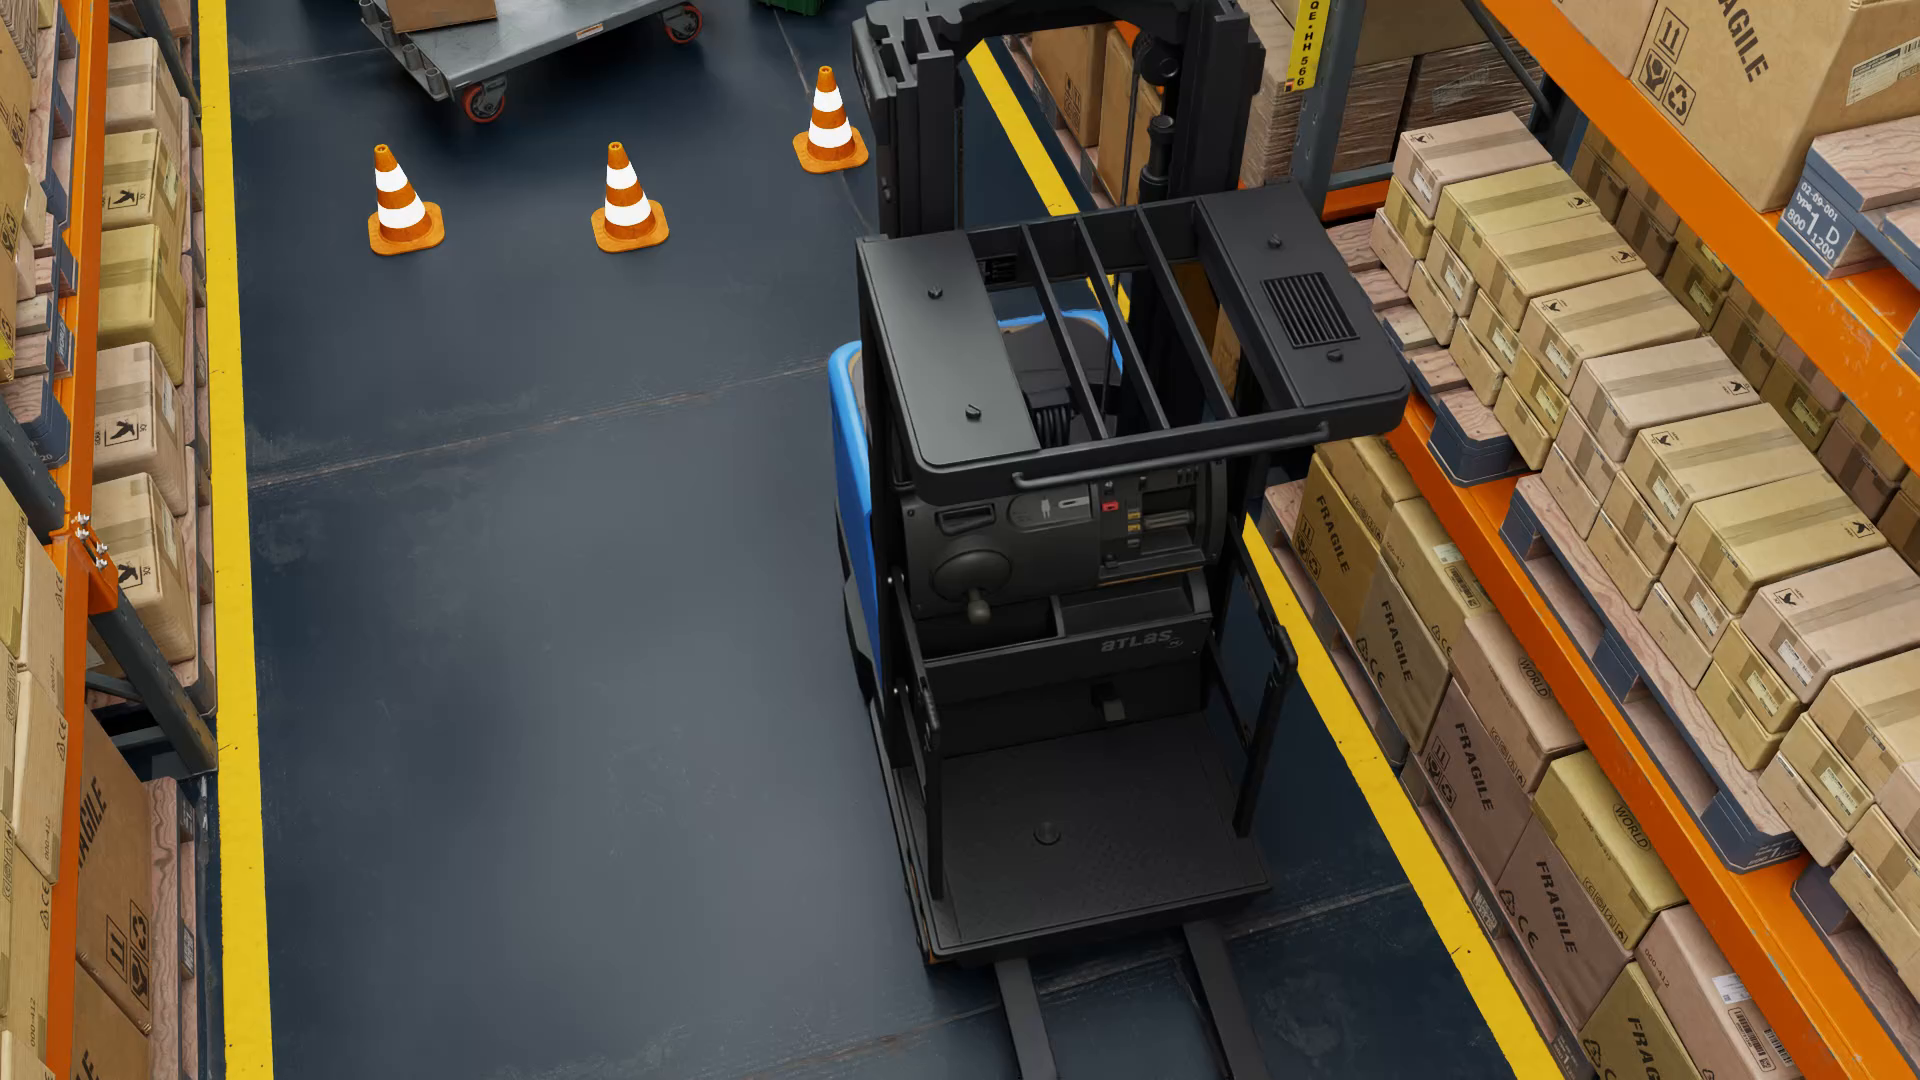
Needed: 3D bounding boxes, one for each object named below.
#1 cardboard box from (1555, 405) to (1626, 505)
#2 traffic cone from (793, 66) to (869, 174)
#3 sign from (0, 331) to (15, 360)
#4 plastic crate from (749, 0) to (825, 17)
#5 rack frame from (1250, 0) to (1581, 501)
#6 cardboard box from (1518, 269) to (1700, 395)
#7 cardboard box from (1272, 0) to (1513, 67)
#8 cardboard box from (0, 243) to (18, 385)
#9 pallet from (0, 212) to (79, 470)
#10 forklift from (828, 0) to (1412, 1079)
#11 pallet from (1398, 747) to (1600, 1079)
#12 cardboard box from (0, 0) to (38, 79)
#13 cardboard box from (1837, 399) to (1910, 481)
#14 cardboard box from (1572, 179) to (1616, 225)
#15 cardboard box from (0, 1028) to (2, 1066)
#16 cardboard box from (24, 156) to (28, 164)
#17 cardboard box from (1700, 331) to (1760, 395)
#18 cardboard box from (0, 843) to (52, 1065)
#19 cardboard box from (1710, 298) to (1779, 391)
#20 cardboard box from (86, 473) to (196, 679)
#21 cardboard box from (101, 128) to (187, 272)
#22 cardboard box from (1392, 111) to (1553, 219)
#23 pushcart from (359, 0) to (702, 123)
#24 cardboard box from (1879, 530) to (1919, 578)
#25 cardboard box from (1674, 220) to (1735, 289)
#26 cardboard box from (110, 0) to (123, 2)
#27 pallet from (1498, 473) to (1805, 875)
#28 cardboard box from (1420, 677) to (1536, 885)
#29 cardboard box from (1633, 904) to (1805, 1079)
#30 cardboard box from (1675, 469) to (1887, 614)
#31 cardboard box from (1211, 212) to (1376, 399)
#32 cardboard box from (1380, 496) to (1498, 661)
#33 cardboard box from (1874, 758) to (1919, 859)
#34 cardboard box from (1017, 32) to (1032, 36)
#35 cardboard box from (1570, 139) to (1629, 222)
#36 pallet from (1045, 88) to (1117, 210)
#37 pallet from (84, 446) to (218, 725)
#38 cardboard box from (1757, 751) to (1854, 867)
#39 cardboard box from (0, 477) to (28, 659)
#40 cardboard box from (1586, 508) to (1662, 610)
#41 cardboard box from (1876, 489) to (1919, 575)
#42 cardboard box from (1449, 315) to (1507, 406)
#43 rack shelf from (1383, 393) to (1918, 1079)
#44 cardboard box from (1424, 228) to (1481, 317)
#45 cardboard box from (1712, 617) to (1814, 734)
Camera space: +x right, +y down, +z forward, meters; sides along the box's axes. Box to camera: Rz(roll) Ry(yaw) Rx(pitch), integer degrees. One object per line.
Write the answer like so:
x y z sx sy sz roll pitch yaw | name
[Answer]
1.858 -0.270 4.500 0.380 0.149 0.250 -13 51 -11 | cardboard box
-0.634 -2.059 7.973 0.336 0.463 0.334 -13 51 -11 | traffic cone
-2.574 -0.584 4.313 0.100 0.325 0.005 -13 51 -11 | sign
-0.891 -3.141 9.027 0.450 0.188 0.662 16 51 0 | plastic crate
1.595 -1.276 5.654 1.000 3.000 0.127 -13 51 -11 | rack frame
1.775 -0.572 4.560 0.380 0.149 0.250 -15 52 -12 | cardboard box
1.472 -1.961 5.511 0.700 0.500 0.500 -14 51 -11 | cardboard box
-3.016 -0.728 4.657 0.500 0.500 0.500 -15 51 -12 | cardboard box
-3.416 -0.518 5.140 1.213 0.211 1.003 -13 51 -11 | pallet
0.349 0.096 4.541 1.130 2.935 3.031 -10 51 -8 | forklift
2.182 1.083 5.489 1.003 0.211 1.213 -13 51 -11 | pallet
-3.480 -1.860 5.611 0.500 0.500 0.500 -15 52 -12 | cardboard box
2.558 -0.323 4.351 0.380 0.149 0.250 -11 51 -9 | cardboard box
2.180 -1.074 5.373 0.380 0.149 0.250 -13 51 -10 | cardboard box
-2.238 1.222 3.318 0.500 0.250 0.500 -15 51 -12 | cardboard box
-3.318 -1.205 5.484 0.380 0.149 0.250 -11 51 -9 | cardboard box
2.399 -0.522 4.907 0.380 0.149 0.250 -14 51 -11 | cardboard box
-2.406 1.017 3.819 0.500 0.250 0.500 -14 51 -11 | cardboard box
2.411 -0.600 4.778 0.380 0.149 0.250 -13 51 -11 | cardboard box
-3.261 0.213 5.842 0.950 0.372 0.625 -16 52 -13 | cardboard box
-3.913 -1.386 7.190 0.950 0.372 0.625 -10 51 -9 | cardboard box
1.548 -1.138 5.038 0.380 0.149 0.250 -13 51 -11 | cardboard box
-2.123 -2.712 8.579 1.648 0.377 0.936 -30 56 -23 | pushcart
2.638 0.062 4.415 0.380 0.149 0.250 -15 52 -13 | cardboard box
2.328 -0.893 4.831 0.380 0.149 0.250 -12 51 -10 | cardboard box
-4.203 -2.987 8.130 0.500 0.500 0.500 -11 51 -9 | cardboard box
2.220 0.222 4.516 1.003 0.211 1.213 -13 51 -11 | pallet
1.869 0.709 5.341 0.500 0.500 0.500 -14 51 -12 | cardboard box
2.177 1.209 4.429 0.500 0.250 0.500 -11 51 -9 | cardboard box
2.007 0.002 4.077 0.380 0.149 0.250 -14 51 -11 | cardboard box
1.501 -1.152 6.745 1.050 0.750 0.750 -14 51 -11 | cardboard box
1.718 0.081 5.379 0.500 0.250 0.500 -14 51 -11 | cardboard box
2.240 0.573 3.595 0.380 0.149 0.250 -13 51 -11 | cardboard box
0.682 -3.175 8.451 1.050 0.750 0.750 -14 51 -11 | cardboard box
2.176 -1.169 5.258 0.380 0.149 0.250 -12 51 -10 | cardboard box
1.077 -1.860 7.969 1.003 0.211 1.213 -13 51 -11 | pallet
-3.333 0.244 6.195 1.003 0.211 1.213 -13 51 -11 | pallet
2.161 0.588 3.971 0.380 0.149 0.250 -15 52 -13 | cardboard box
-2.718 0.100 4.264 0.500 0.250 0.500 -13 51 -11 | cardboard box
1.929 0.010 4.459 0.380 0.149 0.250 -13 51 -10 | cardboard box
2.636 -0.039 4.305 0.380 0.149 0.250 -14 51 -12 | cardboard box
1.694 -0.565 4.944 0.380 0.149 0.250 -11 51 -9 | cardboard box
2.187 0.416 4.697 1.077 0.370 4.000 -13 51 -11 | rack shelf
1.628 -0.830 4.973 0.380 0.149 0.250 -11 51 -9 | cardboard box
2.078 0.287 4.031 0.380 0.149 0.250 -13 51 -11 | cardboard box
